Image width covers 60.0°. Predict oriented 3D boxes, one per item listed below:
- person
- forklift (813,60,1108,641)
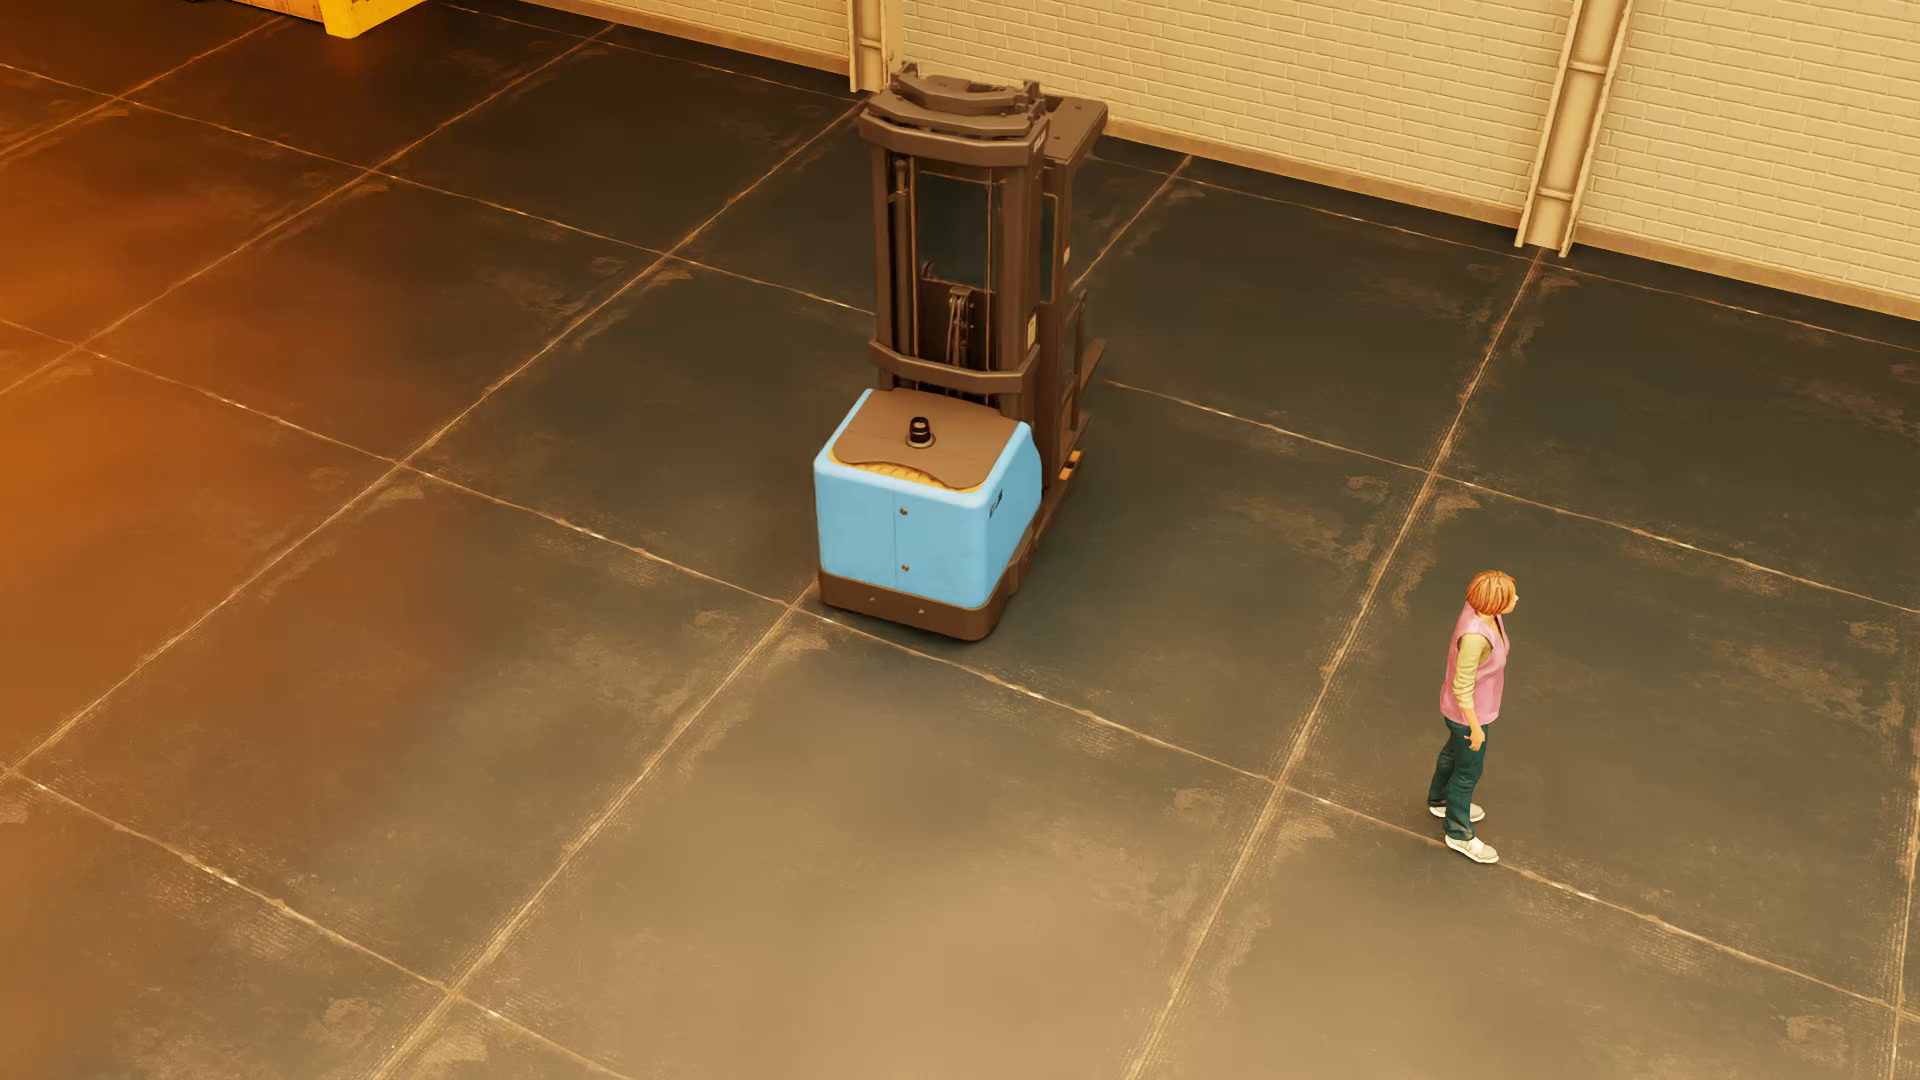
[{"bbox_3d":[2.544,0.818,8.039,0.475,1.597,0.520,13,42,15],"label":"person"},{"bbox_3d":[0.169,-1.504,9.773,1.130,2.935,3.031,14,42,16],"label":"forklift"}]
